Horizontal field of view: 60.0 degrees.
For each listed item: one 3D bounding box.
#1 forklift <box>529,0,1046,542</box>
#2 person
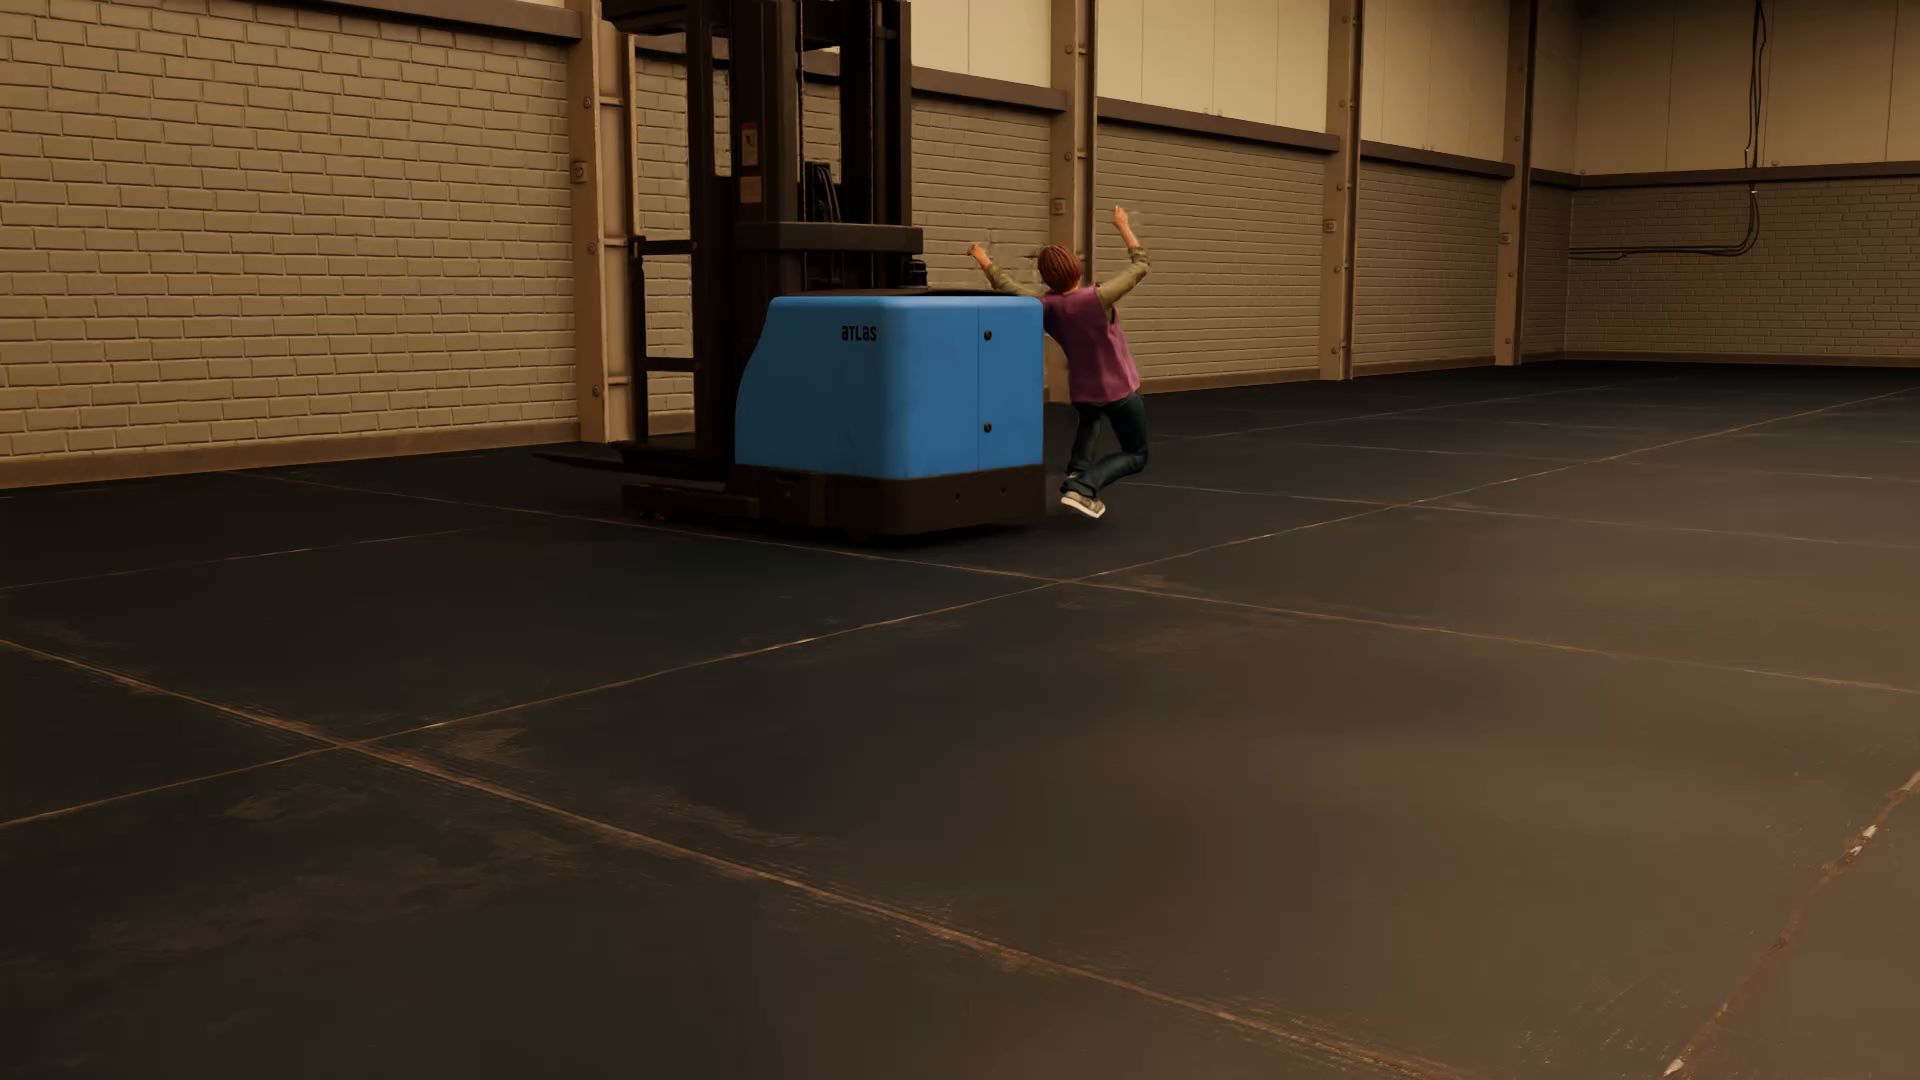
[{"bbox_3d":[-1.028,-1.595,8.179,3.031,2.935,1.130,8,11,42],"label":"forklift"},{"bbox_3d":[0.501,-0.855,8.081,0.933,1.504,0.728,6,10,37],"label":"person"}]
